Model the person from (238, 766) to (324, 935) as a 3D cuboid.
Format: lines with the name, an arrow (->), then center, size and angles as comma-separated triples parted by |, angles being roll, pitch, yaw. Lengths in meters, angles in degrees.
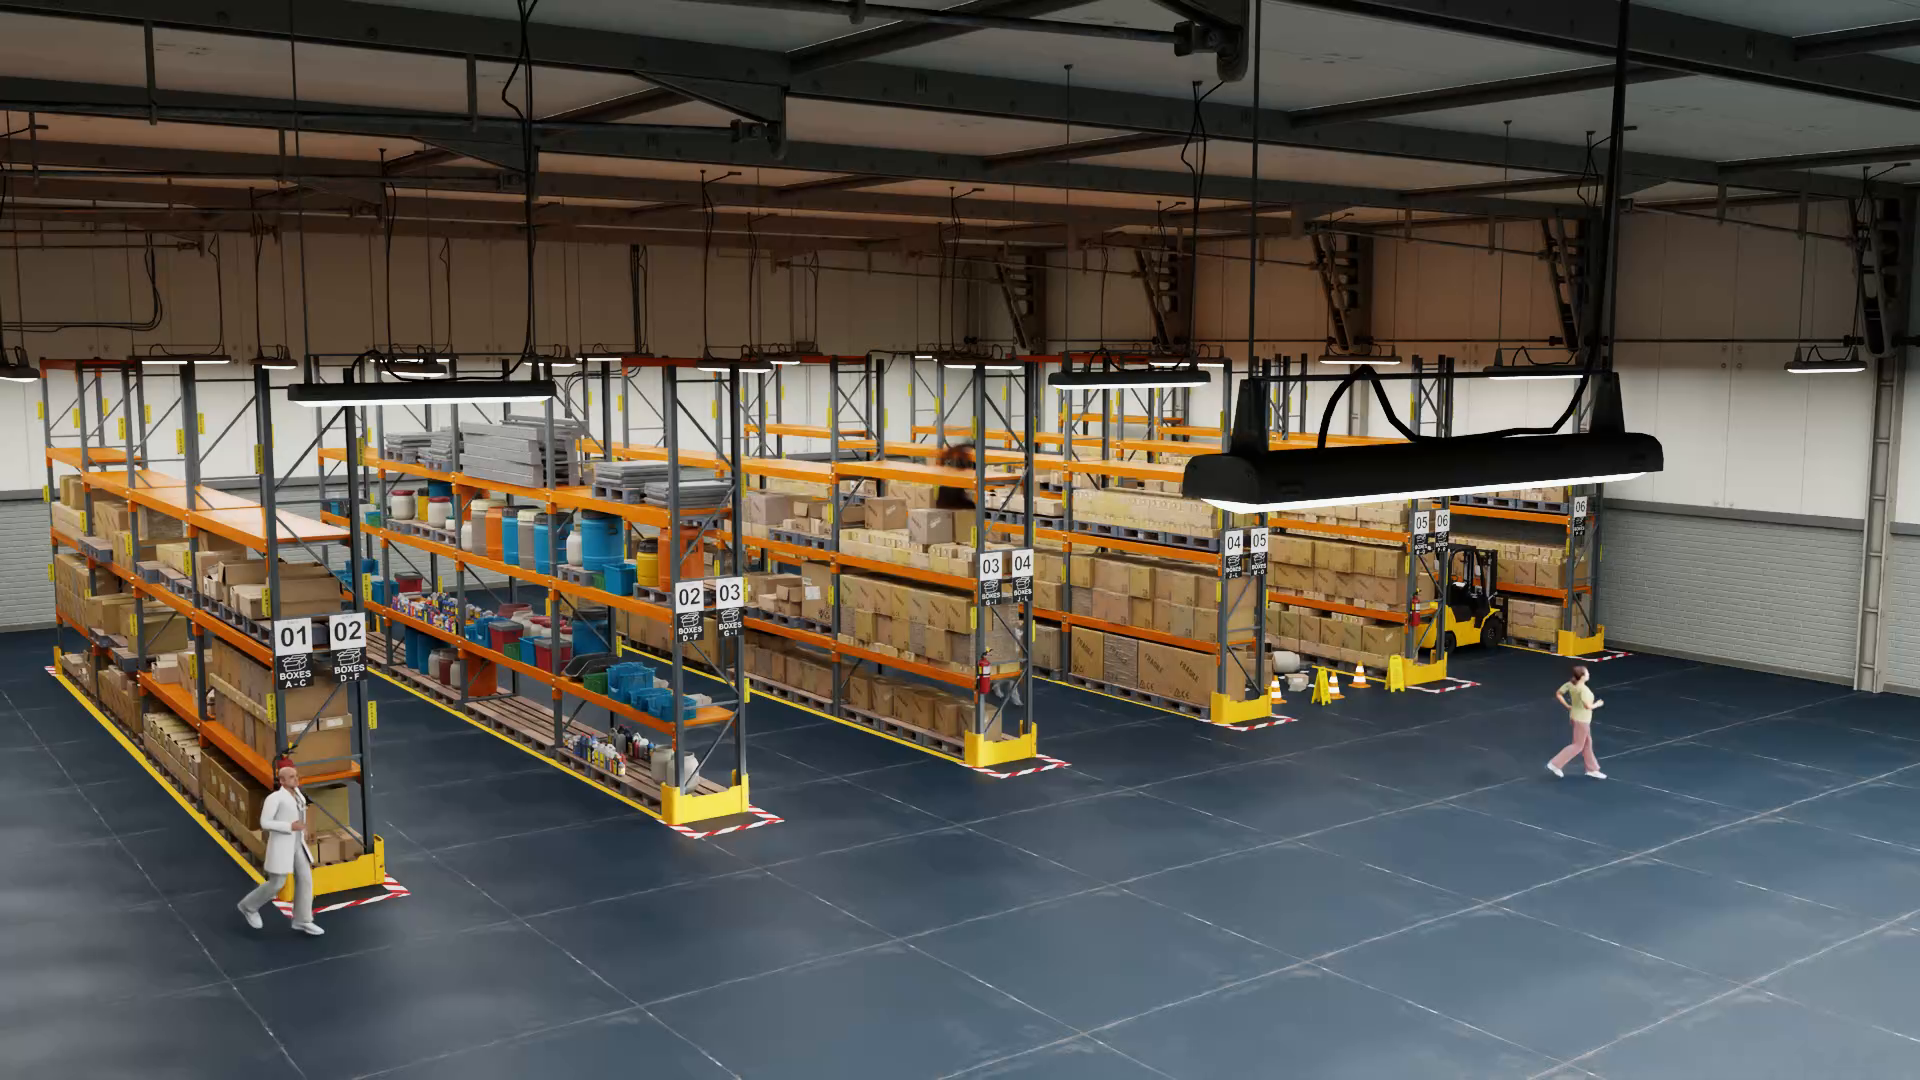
person -> -7.250, 3.313, 17.855 | 0.974, 1.790, 0.718 | 2, 7, 16

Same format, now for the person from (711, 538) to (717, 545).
person -> -5.768, 0.803, 38.995 | 0.761, 1.704, 0.759 | -2, 7, -18

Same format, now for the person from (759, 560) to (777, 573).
person -> -4.840, 0.446, 42.086 | 0.692, 1.647, 0.583 | -6, 9, -42

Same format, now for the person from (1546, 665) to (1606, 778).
person -> 8.875, 2.622, 23.834 | 0.951, 1.673, 0.574 | -1, 7, -6

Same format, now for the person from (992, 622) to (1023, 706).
person -> 0.873, 2.001, 29.186 | 0.586, 1.743, 0.805 | -6, 9, -43
